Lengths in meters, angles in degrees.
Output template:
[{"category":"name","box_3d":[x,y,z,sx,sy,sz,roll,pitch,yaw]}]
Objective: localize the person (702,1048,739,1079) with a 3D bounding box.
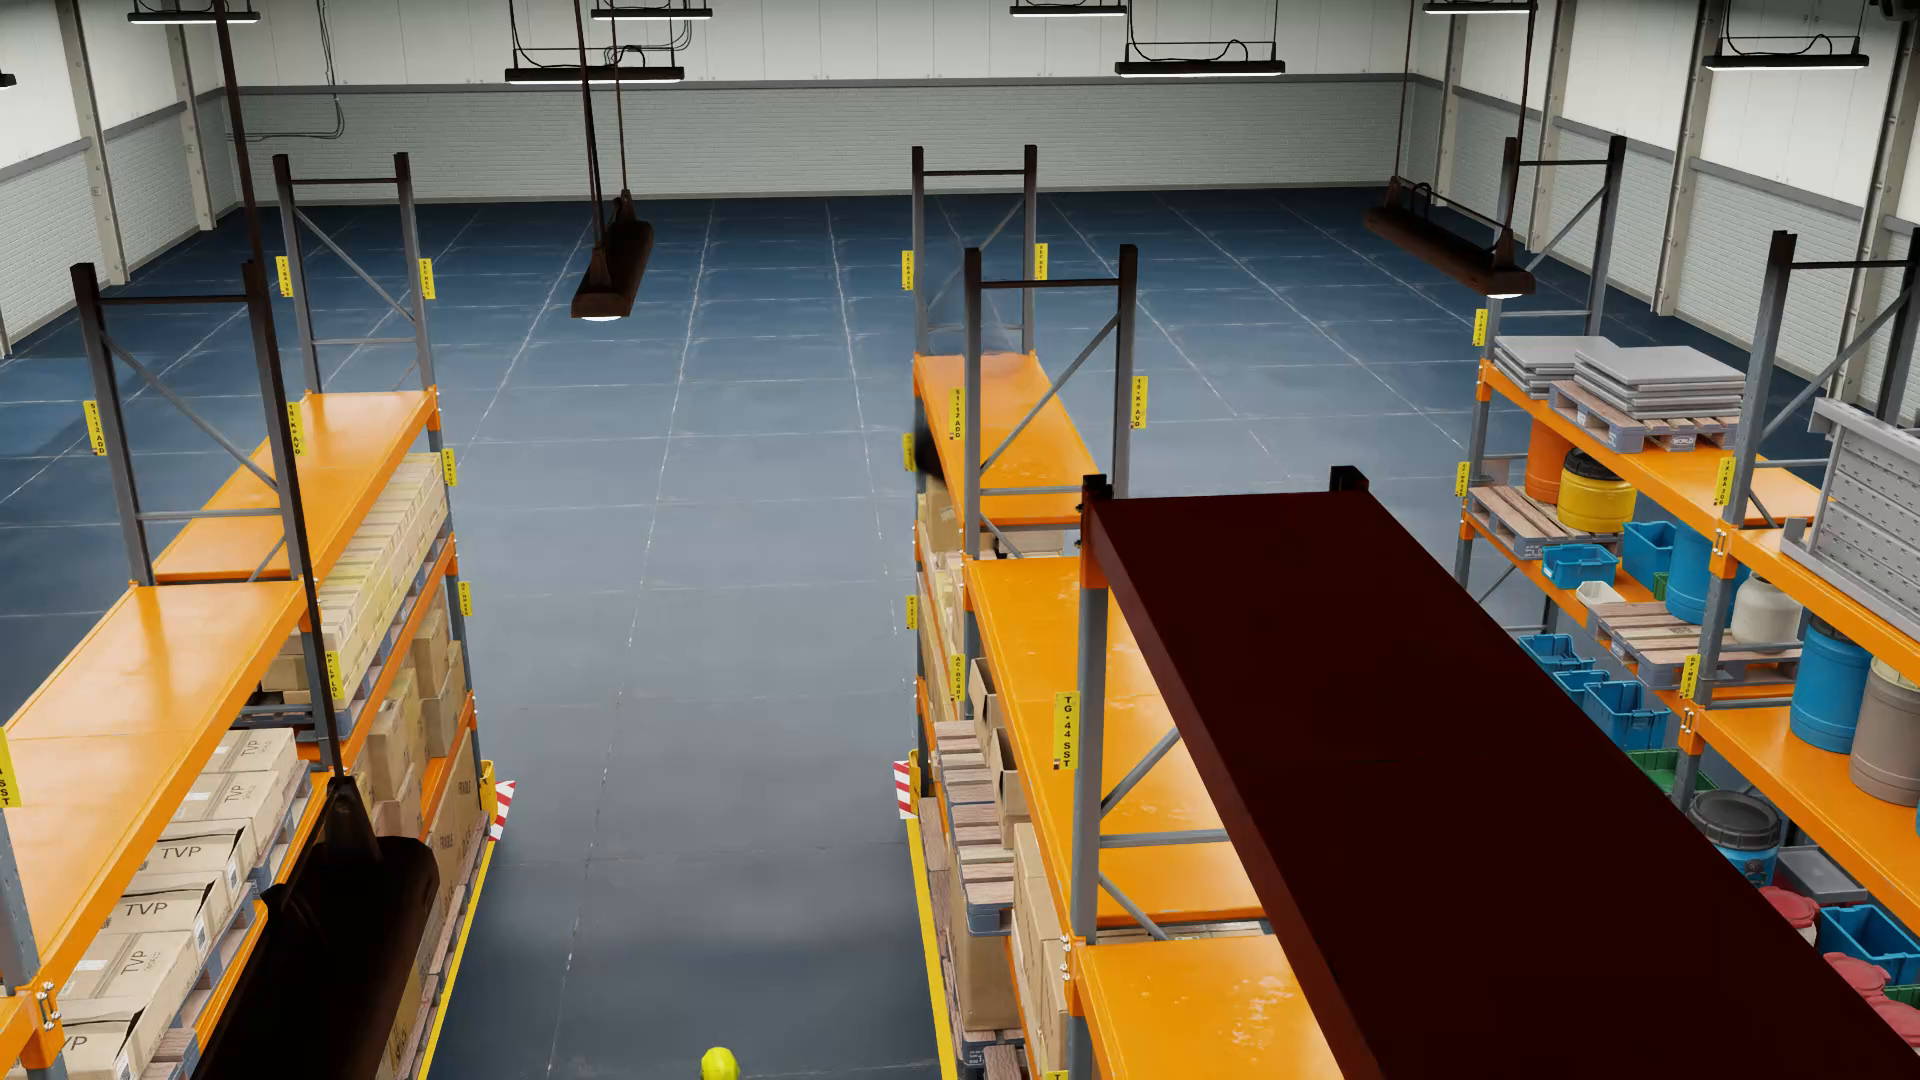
[{"category":"person","box_3d":[-1.362,3.794,9.690,0.728,1.791,0.837,-6,22,-15]}]
